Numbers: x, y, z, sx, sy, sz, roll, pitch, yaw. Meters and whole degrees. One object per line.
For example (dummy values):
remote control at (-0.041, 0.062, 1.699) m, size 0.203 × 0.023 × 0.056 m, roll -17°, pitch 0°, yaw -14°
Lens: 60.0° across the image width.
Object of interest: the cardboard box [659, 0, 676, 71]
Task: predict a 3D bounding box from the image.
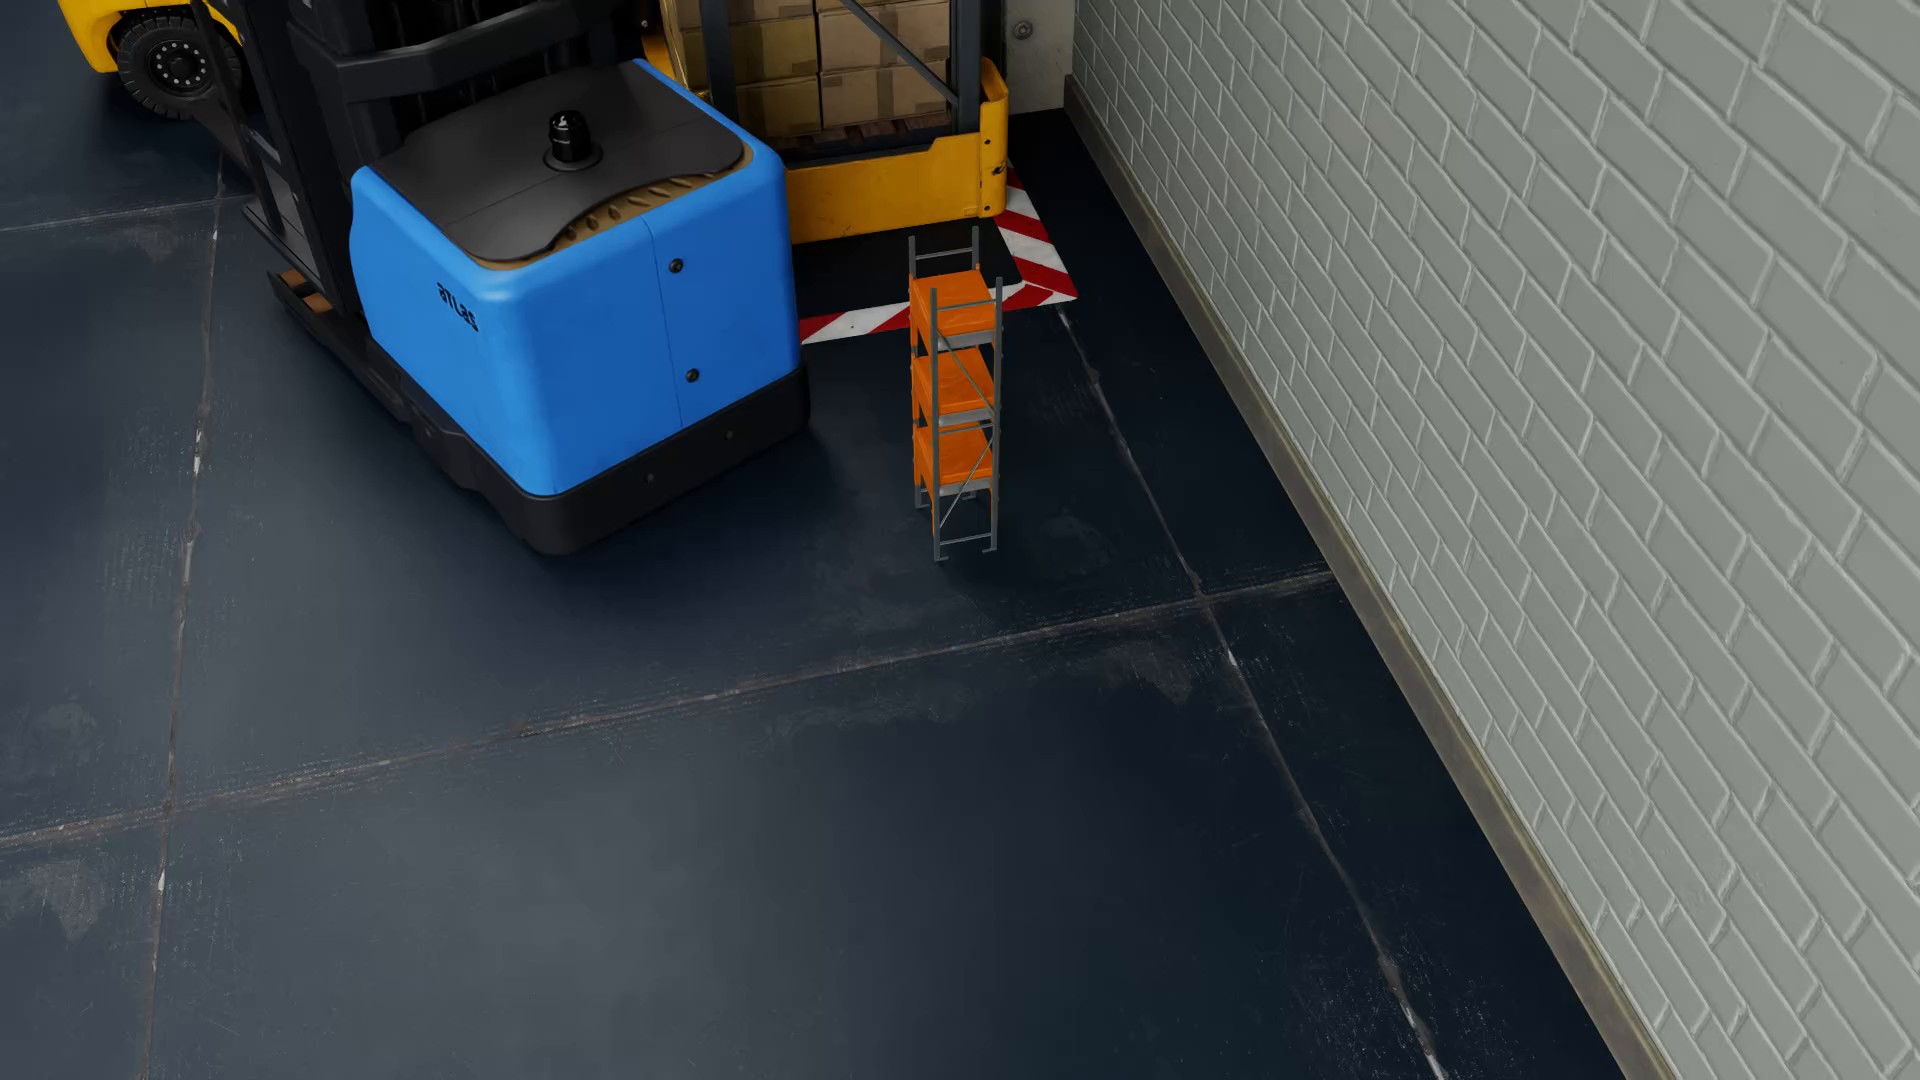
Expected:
cardboard box at (-0.963, -2.152, 6.890) m, size 0.500 × 0.250 × 0.500 m, roll -11°, pitch 47°, yaw -10°

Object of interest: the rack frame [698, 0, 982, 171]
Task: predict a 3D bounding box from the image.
rack frame at (-0.419, -2.355, 5.458) m, size 1.000 × 3.000 × 0.127 m, roll -11°, pitch 47°, yaw -10°

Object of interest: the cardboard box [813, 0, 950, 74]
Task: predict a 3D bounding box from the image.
cardboard box at (-0.339, -2.078, 6.467) m, size 0.500 × 0.250 × 0.500 m, roll -10°, pitch 46°, yaw -10°

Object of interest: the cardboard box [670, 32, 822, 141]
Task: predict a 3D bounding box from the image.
cardboard box at (-0.845, -1.807, 6.551) m, size 0.500 × 0.250 × 0.500 m, roll -10°, pitch 46°, yaw -10°

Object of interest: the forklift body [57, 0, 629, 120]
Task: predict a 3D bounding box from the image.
forklift body at (-2.668, -3.034, 6.717) m, size 2.313 × 2.155 × 1.214 m, roll -11°, pitch 47°, yaw -10°

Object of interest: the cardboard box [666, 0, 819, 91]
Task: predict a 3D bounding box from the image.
cardboard box at (-0.846, -1.994, 6.385) m, size 0.500 × 0.250 × 0.500 m, roll -11°, pitch 47°, yaw -11°

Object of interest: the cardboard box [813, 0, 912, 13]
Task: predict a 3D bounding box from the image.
cardboard box at (-0.359, -2.256, 6.292) m, size 0.500 × 0.250 × 0.500 m, roll -11°, pitch 47°, yaw -11°

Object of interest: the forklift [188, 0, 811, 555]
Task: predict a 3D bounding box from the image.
forklift at (-1.844, -1.958, 5.117) m, size 1.130 × 2.935 × 3.031 m, roll -32°, pitch 54°, yaw -27°

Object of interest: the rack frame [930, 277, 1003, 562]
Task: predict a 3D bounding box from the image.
rack frame at (0.017, -0.320, 4.829) m, size 0.200 × 1.050 × 0.008 m, roll -11°, pitch 47°, yaw -10°

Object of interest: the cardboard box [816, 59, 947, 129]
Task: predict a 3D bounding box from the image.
cardboard box at (-0.356, -1.915, 6.658) m, size 0.500 × 0.250 × 0.500 m, roll -11°, pitch 47°, yaw -10°

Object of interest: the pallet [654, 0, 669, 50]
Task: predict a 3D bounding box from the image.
pallet at (-0.964, -2.740, 7.788) m, size 1.003 × 0.211 × 1.213 m, roll -11°, pitch 47°, yaw -10°

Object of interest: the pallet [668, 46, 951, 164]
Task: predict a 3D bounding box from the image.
pallet at (-0.655, -1.900, 6.964) m, size 1.003 × 0.211 × 1.213 m, roll -11°, pitch 47°, yaw -10°

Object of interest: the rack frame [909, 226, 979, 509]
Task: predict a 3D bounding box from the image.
rack frame at (-0.045, -0.489, 4.994) m, size 0.200 × 1.050 × 0.008 m, roll -11°, pitch 47°, yaw -10°

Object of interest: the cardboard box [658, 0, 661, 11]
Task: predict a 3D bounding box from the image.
cardboard box at (-1.082, -2.499, 7.230) m, size 0.500 × 0.250 × 0.500 m, roll -10°, pitch 46°, yaw -10°

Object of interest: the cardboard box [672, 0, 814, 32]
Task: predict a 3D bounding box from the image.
cardboard box at (-0.838, -2.151, 6.189) m, size 0.500 × 0.250 × 0.500 m, roll -9°, pitch 46°, yaw -9°

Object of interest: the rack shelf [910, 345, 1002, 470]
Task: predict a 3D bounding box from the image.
rack shelf at (-0.014, -0.397, 4.919) m, size 0.215 × 0.259 × 0.240 m, roll -11°, pitch 47°, yaw -10°

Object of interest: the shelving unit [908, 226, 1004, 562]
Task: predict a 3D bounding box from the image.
shelving unit at (-0.014, -0.404, 4.911) m, size 0.215 × 1.050 × 0.252 m, roll -11°, pitch 47°, yaw -10°

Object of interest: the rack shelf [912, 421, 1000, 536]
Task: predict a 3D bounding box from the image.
rack shelf at (-0.014, -0.202, 5.117) m, size 0.215 × 0.259 × 0.240 m, roll -11°, pitch 47°, yaw -10°

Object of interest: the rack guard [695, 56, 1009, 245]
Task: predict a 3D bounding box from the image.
rack guard at (-0.413, -1.464, 6.335) m, size 1.175 × 0.500 × 0.348 m, roll -11°, pitch 47°, yaw -10°

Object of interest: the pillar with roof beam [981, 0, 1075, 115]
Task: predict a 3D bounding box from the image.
pillar with roof beam at (-3.888, -4.314, 3.177) m, size 9.100 × 9.000 × 0.400 m, roll -11°, pitch 47°, yaw -10°

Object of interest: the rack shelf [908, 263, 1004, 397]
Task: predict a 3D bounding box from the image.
rack shelf at (-0.014, -0.596, 4.716) m, size 0.215 × 0.259 × 0.240 m, roll -11°, pitch 47°, yaw -10°
